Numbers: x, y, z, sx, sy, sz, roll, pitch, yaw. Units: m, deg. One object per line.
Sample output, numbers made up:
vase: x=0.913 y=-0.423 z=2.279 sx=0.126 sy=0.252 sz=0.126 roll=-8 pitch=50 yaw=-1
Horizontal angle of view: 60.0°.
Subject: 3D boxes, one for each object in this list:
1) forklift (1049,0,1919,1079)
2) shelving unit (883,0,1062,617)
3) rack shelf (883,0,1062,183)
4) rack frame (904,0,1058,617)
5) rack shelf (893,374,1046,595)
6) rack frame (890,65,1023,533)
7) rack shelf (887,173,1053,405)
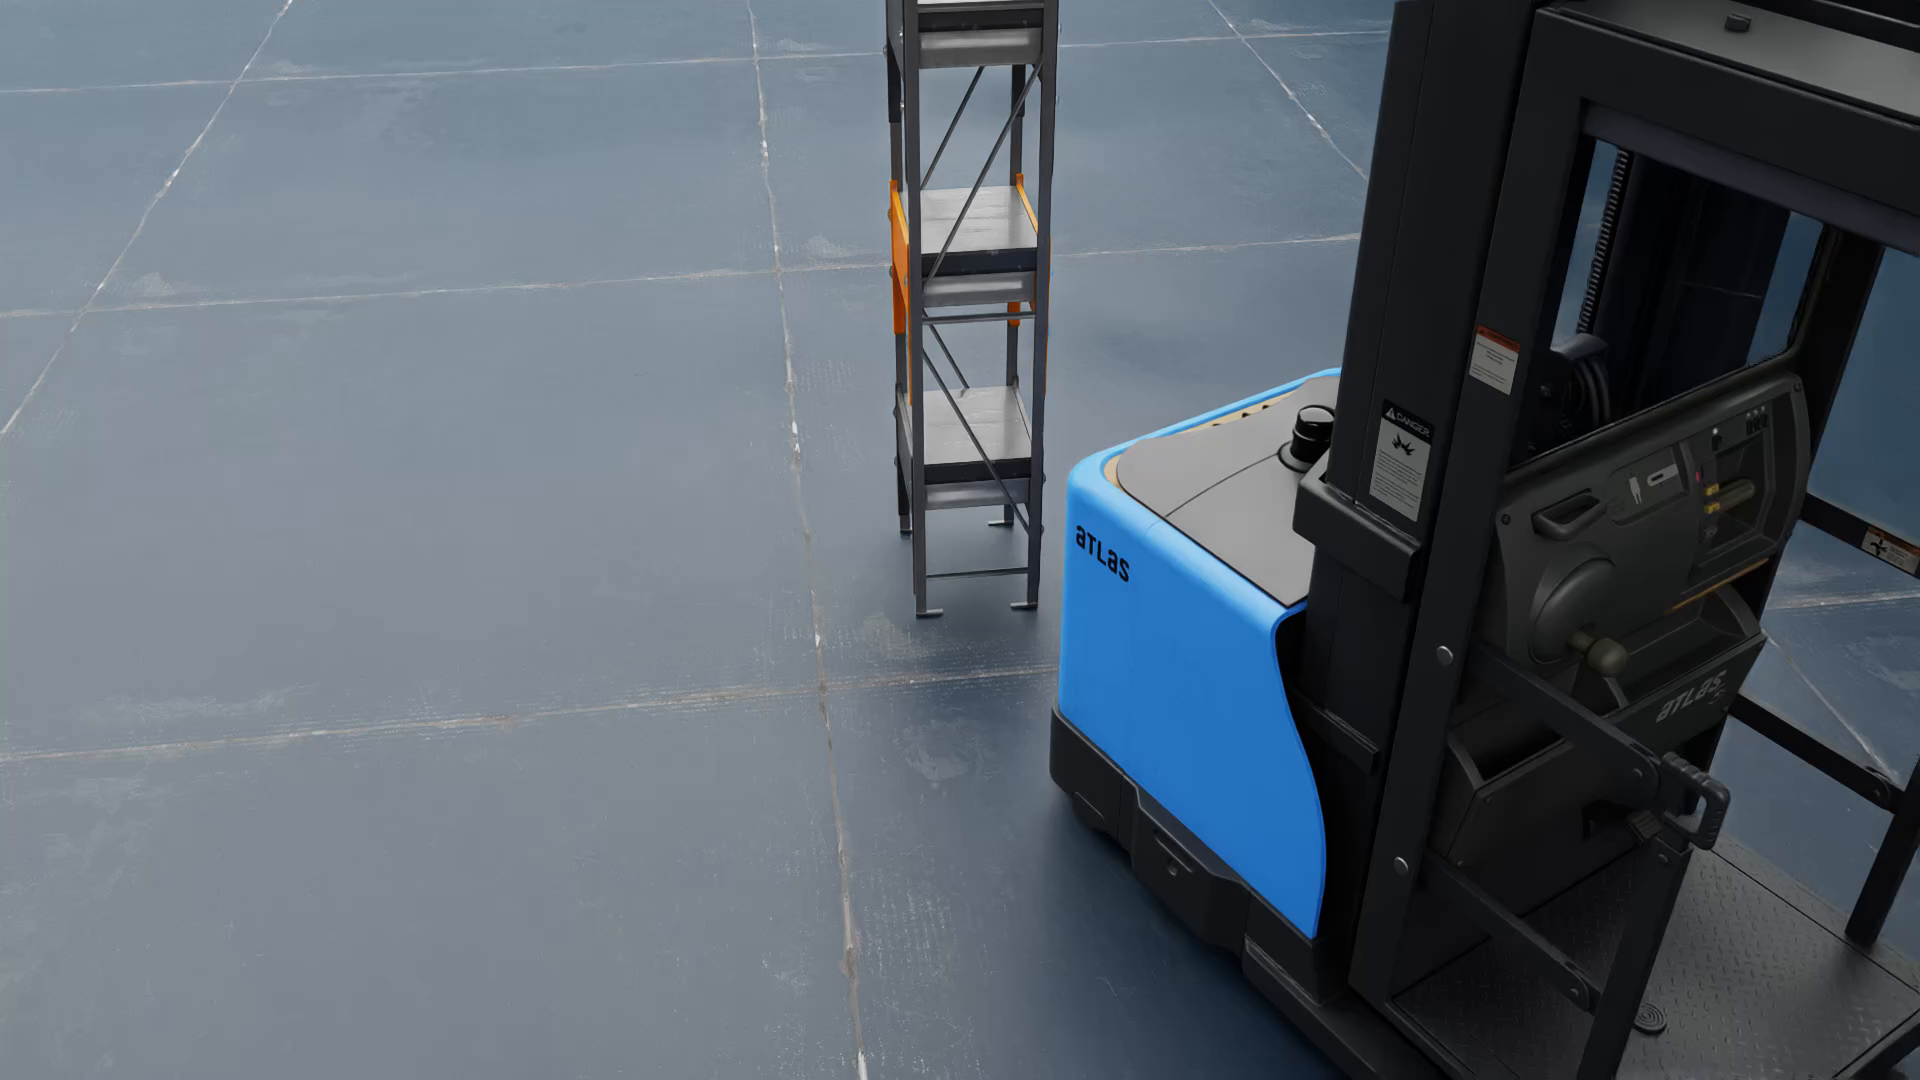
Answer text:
forklift: x=1.488 y=0.022 z=3.115 sx=1.130 sy=2.935 sz=3.031 roll=-21 pitch=39 yaw=-27
shelving unit: x=0.022 y=-0.775 z=5.023 sx=0.431 sy=2.100 sz=0.503 roll=-4 pitch=35 yaw=-6
rack shelf: x=0.022 y=-1.342 z=4.637 sx=0.431 sy=0.518 sz=0.480 roll=-4 pitch=35 yaw=-6
rack frame: x=0.055 y=-0.639 z=4.823 sx=0.400 sy=2.100 sz=0.015 roll=-4 pitch=35 yaw=-6
rack shelf: x=0.022 y=-0.186 z=5.425 sx=0.431 sy=0.518 sz=0.480 roll=-4 pitch=35 yaw=-6
rack frame: x=-0.011 y=-0.911 z=5.223 sx=0.400 sy=2.100 sz=0.015 roll=-4 pitch=35 yaw=-6
rack shelf: x=0.022 y=-0.764 z=5.031 sx=0.431 sy=0.518 sz=0.480 roll=-4 pitch=35 yaw=-6
